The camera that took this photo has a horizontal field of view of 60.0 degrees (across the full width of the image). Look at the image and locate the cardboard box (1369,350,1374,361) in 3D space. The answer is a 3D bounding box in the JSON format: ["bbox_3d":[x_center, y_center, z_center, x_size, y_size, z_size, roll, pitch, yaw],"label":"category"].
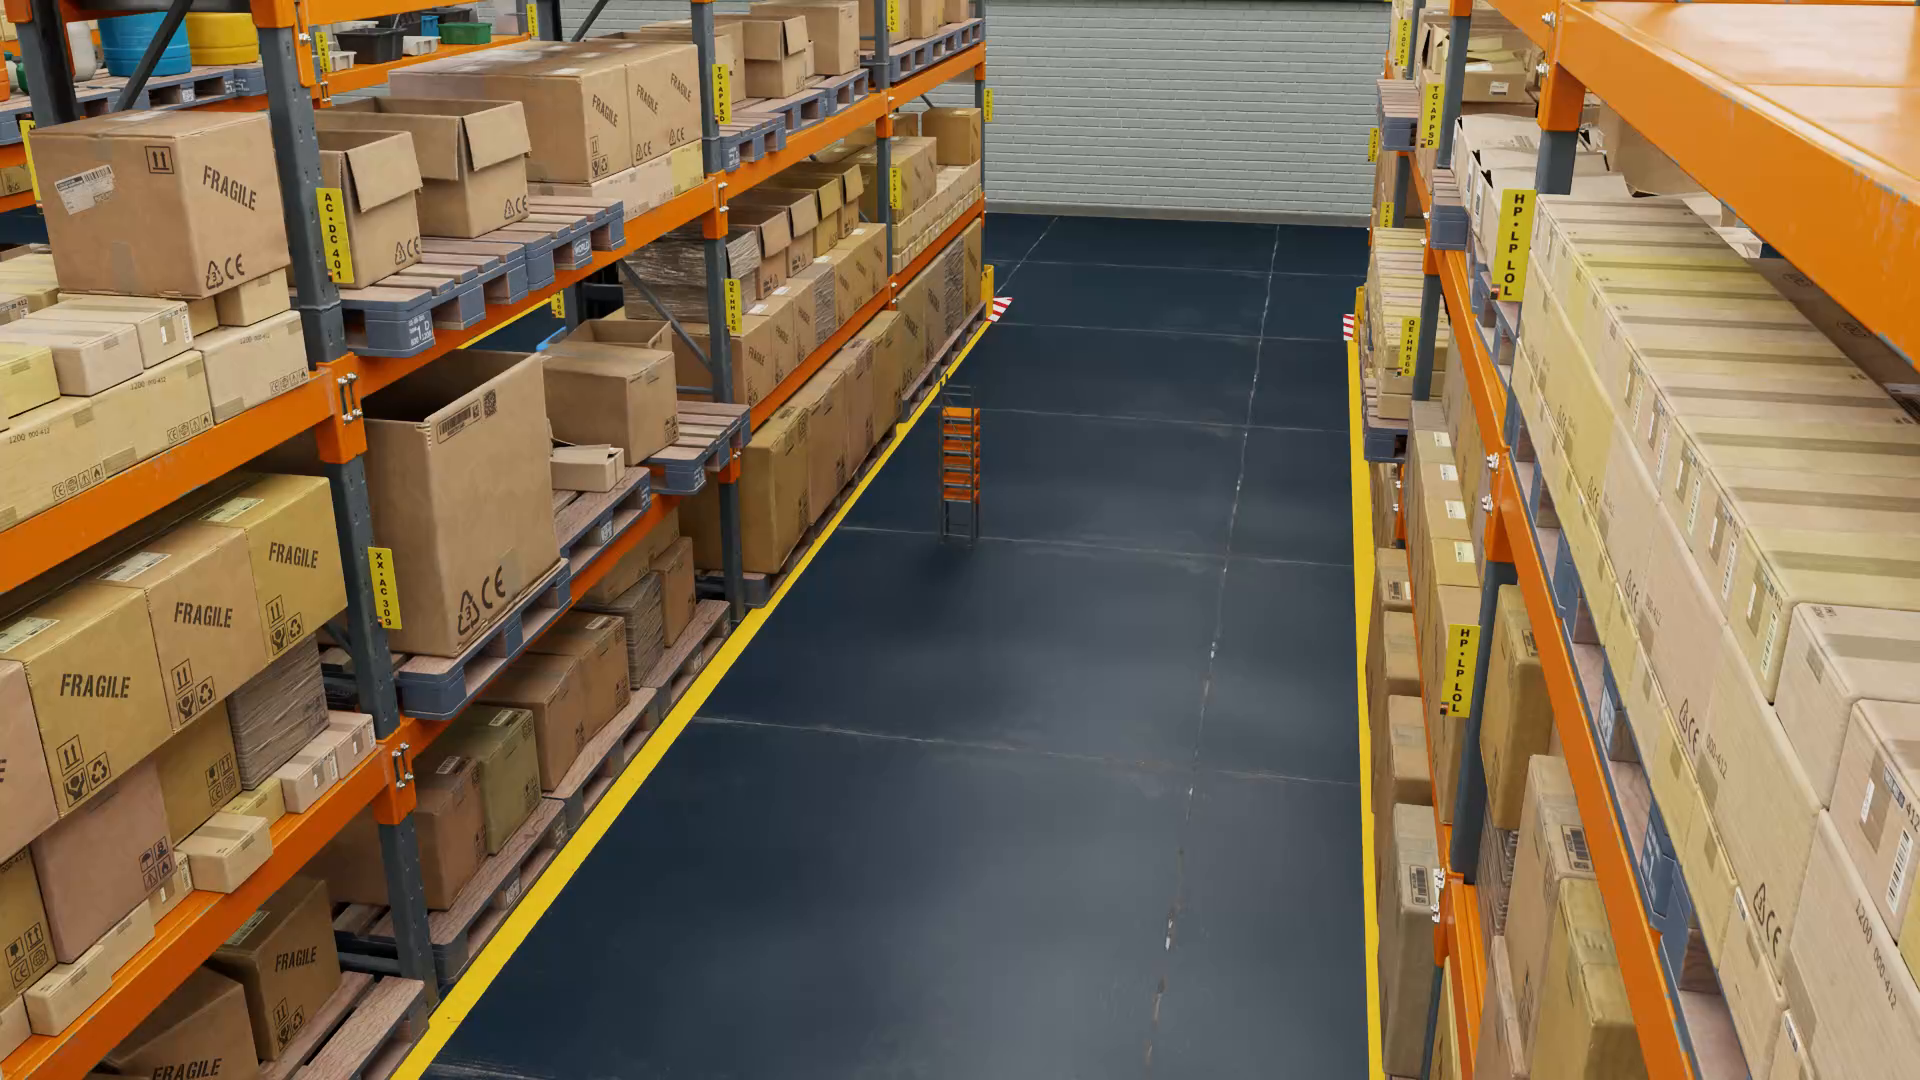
[{"bbox_3d":[3.746,-1.648,14.387,0.380,0.149,0.250,3,22,8],"label":"cardboard box"}]

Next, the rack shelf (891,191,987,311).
[{"bbox_3d":[-0.650,-2.779,15.701,1.077,0.370,4.000,4,22,11],"label":"rack shelf"}]

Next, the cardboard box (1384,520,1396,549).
[{"bbox_3d":[2.839,0.201,10.124,0.500,0.500,0.500,4,22,11],"label":"cardboard box"}]

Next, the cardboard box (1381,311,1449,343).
[{"bbox_3d":[2.718,-1.259,9.943,0.380,0.149,0.250,5,23,13],"label":"cardboard box"}]

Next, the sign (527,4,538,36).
[{"bbox_3d":[-4.549,-5.529,17.691,0.100,0.325,0.005,4,22,11],"label":"sign"}]

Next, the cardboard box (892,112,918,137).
[{"bbox_3d":[-0.706,-3.923,16.377,0.500,0.500,0.500,4,22,10],"label":"cardboard box"}]

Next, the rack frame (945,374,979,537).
[{"bbox_3d":[0.016,-0.585,11.699,0.240,1.200,0.006,4,22,11],"label":"rack frame"}]

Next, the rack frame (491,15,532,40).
[{"bbox_3d":[-5.091,-4.222,18.321,1.000,3.000,0.127,4,22,11],"label":"rack frame"}]

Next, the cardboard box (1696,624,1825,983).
[{"bbox_3d":[1.257,0.338,2.090,0.500,0.250,0.500,5,22,11],"label":"cardboard box"}]

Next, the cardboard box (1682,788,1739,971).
[{"bbox_3d":[1.220,0.481,2.270,0.380,0.149,0.250,5,22,11],"label":"cardboard box"}]

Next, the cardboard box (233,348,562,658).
[{"bbox_3d":[-2.392,-0.208,6.991,1.000,1.000,1.000,5,22,11],"label":"cardboard box"}]

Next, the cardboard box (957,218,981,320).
[{"bbox_3d":[-0.294,-2.813,17.105,0.875,0.875,0.875,4,22,11],"label":"cardboard box"}]

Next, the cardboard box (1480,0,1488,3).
[{"bbox_3d":[4.388,-4.270,13.423,0.380,0.149,0.250,6,23,14],"label":"cardboard box"}]

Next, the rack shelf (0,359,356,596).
[{"bbox_3d":[-3.099,0.218,4.244,1.077,0.370,4.000,4,22,11],"label":"rack shelf"}]

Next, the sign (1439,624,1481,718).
[{"bbox_3d":[1.611,0.421,5.348,0.100,0.325,0.005,4,22,11],"label":"sign"}]

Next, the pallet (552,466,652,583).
[{"bbox_3d":[-2.238,-0.102,8.349,1.003,0.211,1.213,4,22,11],"label":"pallet"}]

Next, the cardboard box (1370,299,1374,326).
[{"bbox_3d":[3.036,-1.558,11.480,0.380,0.149,0.250,3,22,9],"label":"cardboard box"}]

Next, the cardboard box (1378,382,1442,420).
[{"bbox_3d":[2.611,-0.797,9.591,0.380,0.149,0.250,5,22,12],"label":"cardboard box"}]

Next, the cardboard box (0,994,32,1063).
[{"bbox_3d":[-2.893,1.395,4.710,0.380,0.149,0.250,4,22,11],"label":"cardboard box"}]

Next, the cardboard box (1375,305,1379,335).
[{"bbox_3d":[2.877,-1.407,10.707,0.380,0.149,0.250,5,22,12],"label":"cardboard box"}]

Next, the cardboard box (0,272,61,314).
[{"bbox_3d":[-3.046,-0.764,5.388,0.380,0.149,0.250,3,22,8],"label":"cardboard box"}]

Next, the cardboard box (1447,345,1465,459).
[{"bbox_3d":[2.757,-0.665,8.017,0.700,0.500,0.500,4,22,10],"label":"cardboard box"}]

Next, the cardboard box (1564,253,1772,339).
[{"bbox_3d":[1.583,-0.540,3.738,0.380,0.149,0.250,4,22,10],"label":"cardboard box"}]

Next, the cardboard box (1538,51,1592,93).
[{"bbox_3d":[3.418,-2.612,9.149,0.396,0.266,0.258,4,22,11],"label":"cardboard box"}]

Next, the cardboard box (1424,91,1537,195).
[{"bbox_3d":[2.828,-2.169,9.076,0.500,0.500,0.500,4,22,11],"label":"cardboard box"}]

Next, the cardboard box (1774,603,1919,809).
[{"bbox_3d":[1.169,0.203,1.893,0.380,0.149,0.250,5,22,12],"label":"cardboard box"}]

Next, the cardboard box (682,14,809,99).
[{"bbox_3d":[-1.479,-3.301,11.320,0.797,0.503,0.637,4,22,10],"label":"cardboard box"}]

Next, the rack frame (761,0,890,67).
[{"bbox_3d":[-1.058,-5.164,12.630,1.000,3.000,0.127,4,22,11],"label":"rack frame"}]

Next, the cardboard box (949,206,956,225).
[{"bbox_3d":[-0.252,-3.104,15.881,0.380,0.149,0.250,5,22,11],"label":"cardboard box"}]

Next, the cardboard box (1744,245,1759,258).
[{"bbox_3d":[2.512,-0.812,5.324,0.258,0.266,0.396,4,22,10],"label":"cardboard box"}]

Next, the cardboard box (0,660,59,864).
[{"bbox_3d":[-2.822,0.630,4.403,0.500,0.500,0.500,4,22,11],"label":"cardboard box"}]

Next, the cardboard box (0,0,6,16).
[{"bbox_3d":[-10.002,-5.582,17.214,0.500,0.250,0.500,4,22,11],"label":"cardboard box"}]

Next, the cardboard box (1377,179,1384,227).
[{"bbox_3d":[3.936,-2.908,14.526,0.500,0.500,0.500,4,22,10],"label":"cardboard box"}]

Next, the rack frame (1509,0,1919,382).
[{"bbox_3d":[2.144,-1.823,4.335,1.000,3.000,0.127,4,22,11],"label":"rack frame"}]

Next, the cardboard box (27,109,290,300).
[{"bbox_3d":[-2.533,-1.079,5.301,0.500,0.500,0.500,4,22,9],"label":"cardboard box"}]

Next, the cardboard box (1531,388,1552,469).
[{"bbox_3d":[1.634,-0.263,4.117,0.380,0.149,0.250,4,22,11],"label":"cardboard box"}]

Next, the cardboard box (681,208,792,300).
[{"bbox_3d":[-1.574,-1.934,11.165,0.797,0.503,0.637,5,22,12],"label":"cardboard box"}]

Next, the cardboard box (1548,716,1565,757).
[{"bbox_3d":[2.037,0.731,4.376,0.875,0.550,0.550,4,22,11],"label":"cardboard box"}]

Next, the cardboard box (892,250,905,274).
[{"bbox_3d":[-0.672,-2.348,14.004,0.380,0.149,0.250,5,22,11],"label":"cardboard box"}]

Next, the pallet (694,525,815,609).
[{"bbox_3d":[-1.640,0.093,11.341,1.003,0.211,1.213,4,22,11],"label":"pallet"}]

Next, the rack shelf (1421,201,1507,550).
[{"bbox_3d":[2.552,-0.830,6.846,1.077,0.370,4.000,4,22,11],"label":"rack shelf"}]

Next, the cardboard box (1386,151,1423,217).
[{"bbox_3d":[3.608,-2.807,12.937,0.500,0.500,0.500,4,22,9],"label":"cardboard box"}]

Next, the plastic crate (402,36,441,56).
[{"bbox_3d":[-5.270,-4.716,15.886,0.437,0.136,0.530,4,22,11],"label":"plastic crate"}]

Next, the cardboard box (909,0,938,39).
[{"bbox_3d":[-0.598,-4.728,14.732,0.700,0.500,0.500,5,23,13],"label":"cardboard box"}]

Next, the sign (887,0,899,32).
[{"bbox_3d":[-0.525,-4.121,12.941,0.100,0.325,0.005,4,22,11],"label":"sign"}]

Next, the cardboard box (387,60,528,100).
[{"bbox_3d":[-2.425,-2.066,8.150,0.500,0.500,0.500,4,22,9],"label":"cardboard box"}]

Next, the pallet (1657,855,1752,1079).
[{"bbox_3d":[1.469,0.800,1.955,1.003,0.211,1.213,4,22,11],"label":"pallet"}]

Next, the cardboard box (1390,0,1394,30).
[{"bbox_3d":[4.247,-4.838,15.368,0.500,0.250,0.500,5,22,12],"label":"cardboard box"}]

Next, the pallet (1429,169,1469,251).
[{"bbox_3d":[2.881,-1.568,7.968,1.213,0.211,1.003,6,23,13],"label":"pallet"}]

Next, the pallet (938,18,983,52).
[{"bbox_3d":[-0.383,-4.922,16.164,1.003,0.211,1.213,4,22,11],"label":"pallet"}]

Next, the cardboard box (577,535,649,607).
[{"bbox_3d":[-2.080,0.131,9.266,0.500,0.250,0.500,7,23,17],"label":"cardboard box"}]

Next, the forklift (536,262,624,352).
[{"bbox_3d":[-2.552,-2.363,13.798,1.130,2.935,3.031,3,22,7],"label":"forklift"}]

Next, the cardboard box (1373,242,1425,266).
[{"bbox_3d":[3.140,-2.015,11.820,0.380,0.149,0.250,5,22,11],"label":"cardboard box"}]

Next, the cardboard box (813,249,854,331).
[{"bbox_3d":[-1.094,-1.864,12.332,0.500,0.500,0.500,4,22,10],"label":"cardboard box"}]

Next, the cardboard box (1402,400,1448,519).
[{"bbox_3d":[2.604,-0.406,8.713,0.500,0.500,0.500,5,22,12],"label":"cardboard box"}]

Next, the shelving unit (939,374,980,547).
[{"bbox_3d":[-0.003,-0.551,11.616,0.258,1.200,0.189,4,22,11],"label":"shelving unit"}]

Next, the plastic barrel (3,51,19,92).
[{"bbox_3d":[-6.648,-3.221,11.444,0.301,0.262,0.301,0,22,0],"label":"plastic barrel"}]
